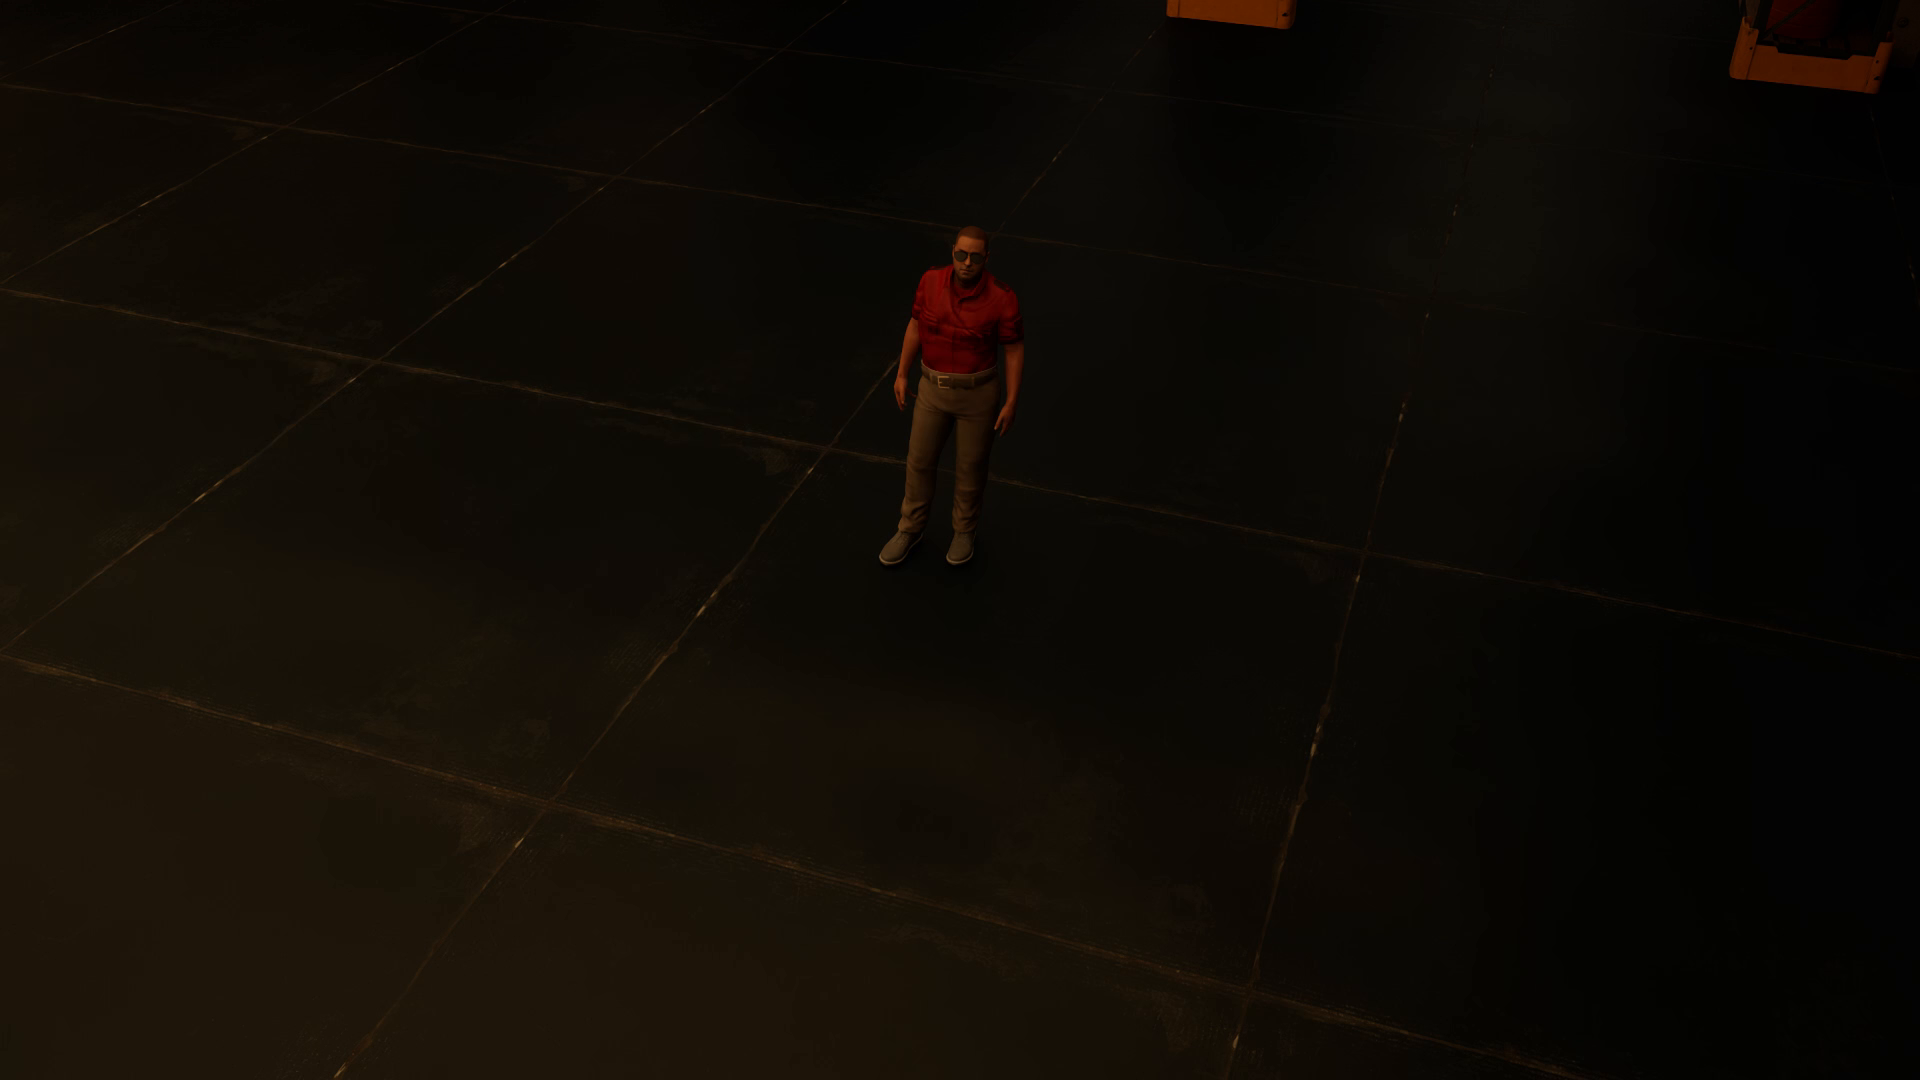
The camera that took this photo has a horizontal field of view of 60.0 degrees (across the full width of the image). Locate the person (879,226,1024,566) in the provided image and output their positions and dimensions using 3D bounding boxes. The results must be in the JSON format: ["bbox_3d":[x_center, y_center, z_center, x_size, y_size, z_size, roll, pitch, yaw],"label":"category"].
[{"bbox_3d":[-0.042,-0.664,8.075,0.640,1.727,0.551,12,37,16],"label":"person"}]
